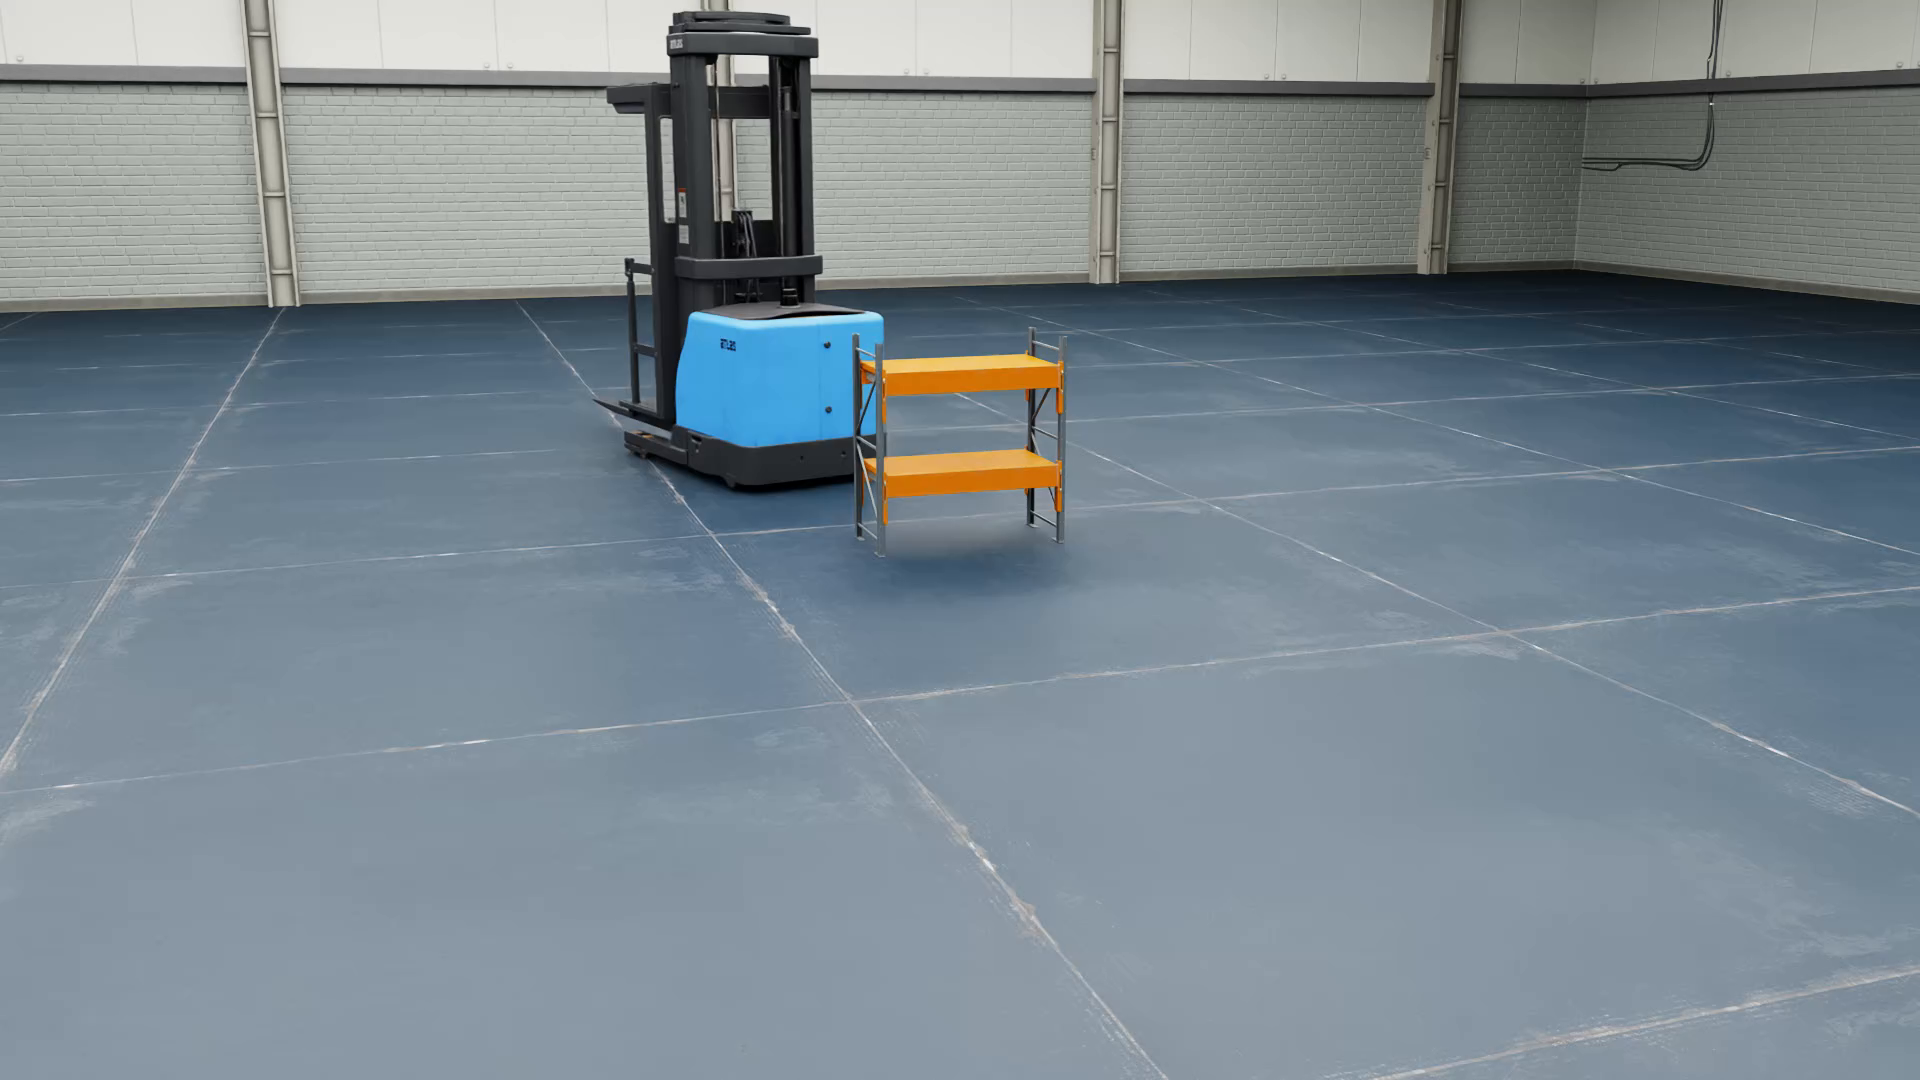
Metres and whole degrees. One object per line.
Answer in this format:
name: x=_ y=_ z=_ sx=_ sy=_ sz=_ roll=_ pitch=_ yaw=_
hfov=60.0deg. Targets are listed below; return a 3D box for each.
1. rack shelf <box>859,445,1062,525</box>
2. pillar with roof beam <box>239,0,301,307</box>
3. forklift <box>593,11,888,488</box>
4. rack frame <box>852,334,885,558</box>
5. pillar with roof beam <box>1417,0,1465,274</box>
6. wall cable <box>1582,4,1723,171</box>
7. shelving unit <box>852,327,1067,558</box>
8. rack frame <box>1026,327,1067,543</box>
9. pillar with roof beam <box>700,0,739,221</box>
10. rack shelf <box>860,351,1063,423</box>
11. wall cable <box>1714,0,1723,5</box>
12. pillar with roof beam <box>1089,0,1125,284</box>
rack shelf: x=-0.006 y=-0.309 z=9.067 sx=1.000 sy=0.278 sz=0.538 roll=-4 pitch=14 yaw=-18
pillar with roof beam: x=-7.737 y=-6.598 z=17.435 sx=0.400 sy=9.000 sz=9.100 roll=-4 pitch=14 yaw=-18
forklift: x=-1.699 y=-2.041 z=11.390 sx=1.130 sy=2.935 sz=3.031 roll=-9 pitch=16 yaw=-32
rack frame: x=-0.488 y=-0.509 z=8.853 sx=0.032 sy=1.125 sz=0.500 roll=-4 pitch=14 yaw=-18
pillar with roof beam: x=9.323 y=-7.926 z=23.020 sx=0.400 sy=9.000 sz=9.100 roll=-4 pitch=14 yaw=-18
wall cable: x=11.163 y=-7.287 z=27.044 sx=0.112 sy=2.526 sz=3.097 roll=-4 pitch=14 yaw=-18
shelving unit: x=-0.006 y=-0.547 z=9.011 sx=1.048 sy=1.125 sz=0.538 roll=-4 pitch=14 yaw=-18
rack frame: x=0.475 y=-0.584 z=9.168 sx=0.032 sy=1.125 sz=0.500 roll=-4 pitch=14 yaw=-18
pillar with roof beam: x=-2.051 y=-7.041 z=19.297 sx=0.400 sy=9.000 sz=9.100 roll=-4 pitch=14 yaw=-18
rack shelf: x=-0.006 y=-0.831 z=8.943 sx=1.000 sy=0.278 sz=0.538 roll=-4 pitch=14 yaw=-18
wall cable: x=12.026 y=-9.151 z=23.965 sx=0.112 sy=2.526 sz=3.097 roll=-4 pitch=14 yaw=-18
pillar with roof beam: x=3.636 y=-7.484 z=21.158 sx=0.400 sy=9.000 sz=9.100 roll=-4 pitch=14 yaw=-18
